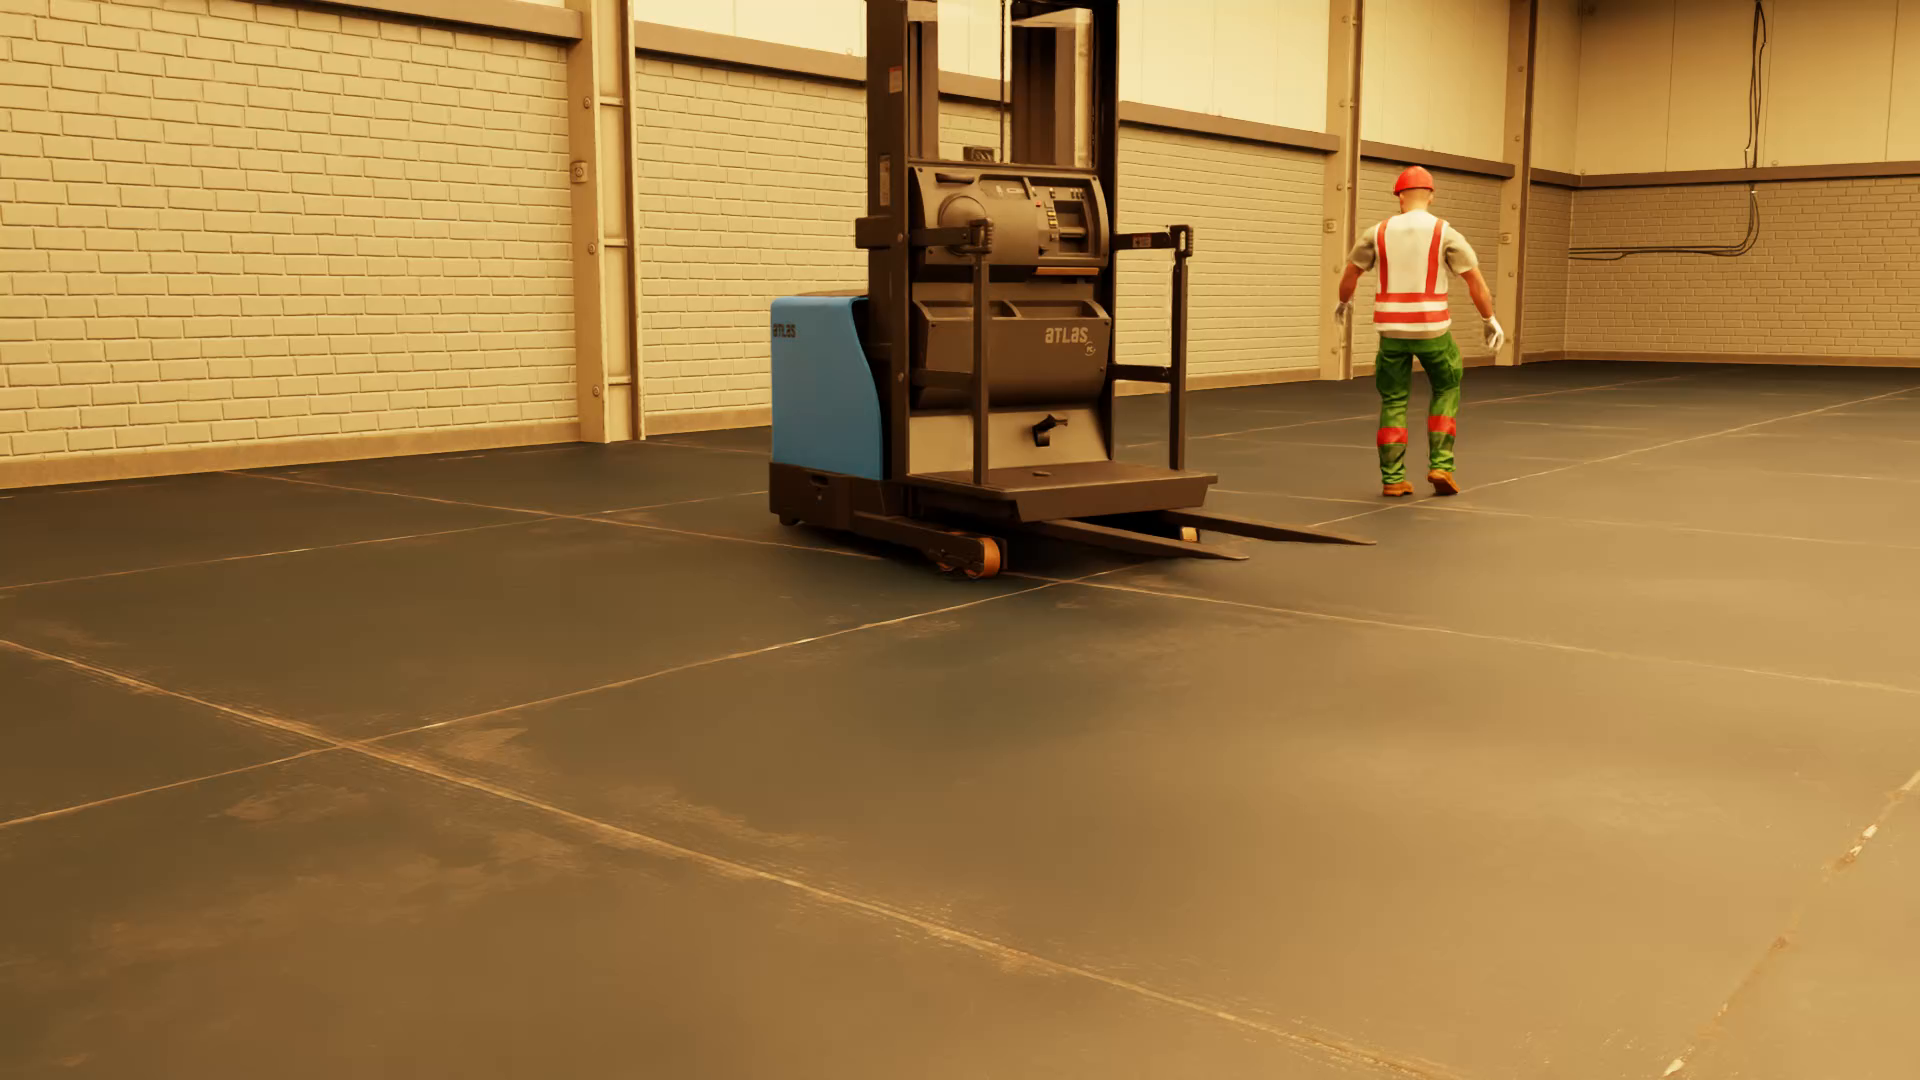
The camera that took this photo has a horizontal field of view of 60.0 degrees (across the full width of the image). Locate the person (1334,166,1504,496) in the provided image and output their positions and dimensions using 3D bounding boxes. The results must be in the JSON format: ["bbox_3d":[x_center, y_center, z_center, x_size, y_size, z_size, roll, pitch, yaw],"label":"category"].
[{"bbox_3d":[2.457,-1.110,9.035,0.944,1.797,0.478,5,10,29],"label":"person"}]

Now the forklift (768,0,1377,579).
[{"bbox_3d":[0.341,-1.377,6.692,1.130,2.935,3.031,-6,10,-33],"label":"forklift"}]
